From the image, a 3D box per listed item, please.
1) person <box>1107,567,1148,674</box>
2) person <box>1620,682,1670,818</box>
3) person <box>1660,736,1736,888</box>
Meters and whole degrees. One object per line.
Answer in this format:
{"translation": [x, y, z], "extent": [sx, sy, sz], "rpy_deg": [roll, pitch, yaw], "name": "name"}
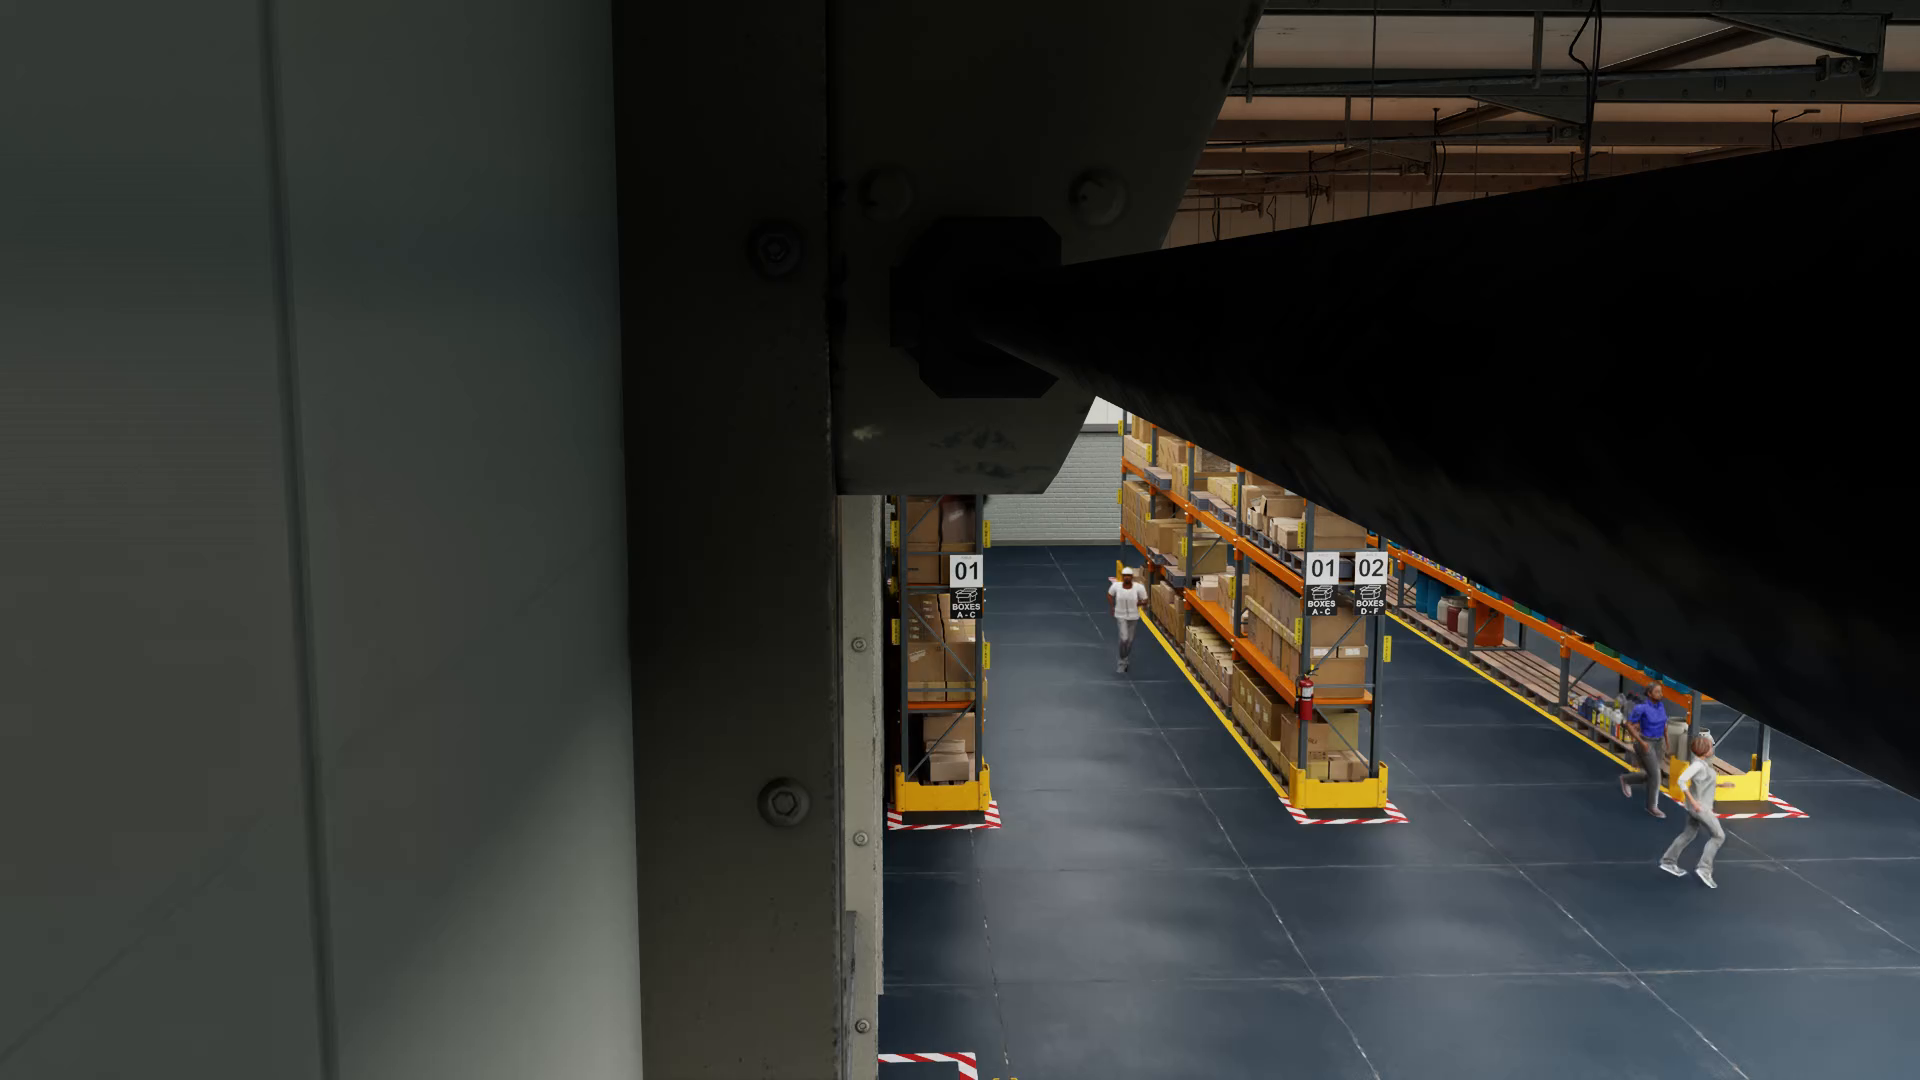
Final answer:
{"translation": [2.836, 1.354, 28.035], "extent": [0.660, 1.829, 0.755], "rpy_deg": [0, 8, -1], "name": "person"}
{"translation": [8.434, 2.535, 20.472], "extent": [0.605, 1.632, 0.745], "rpy_deg": [-5, 10, -30], "name": "person"}
{"translation": [7.951, 2.919, 17.896], "extent": [0.703, 1.639, 0.503], "rpy_deg": [3, 9, 18], "name": "person"}
